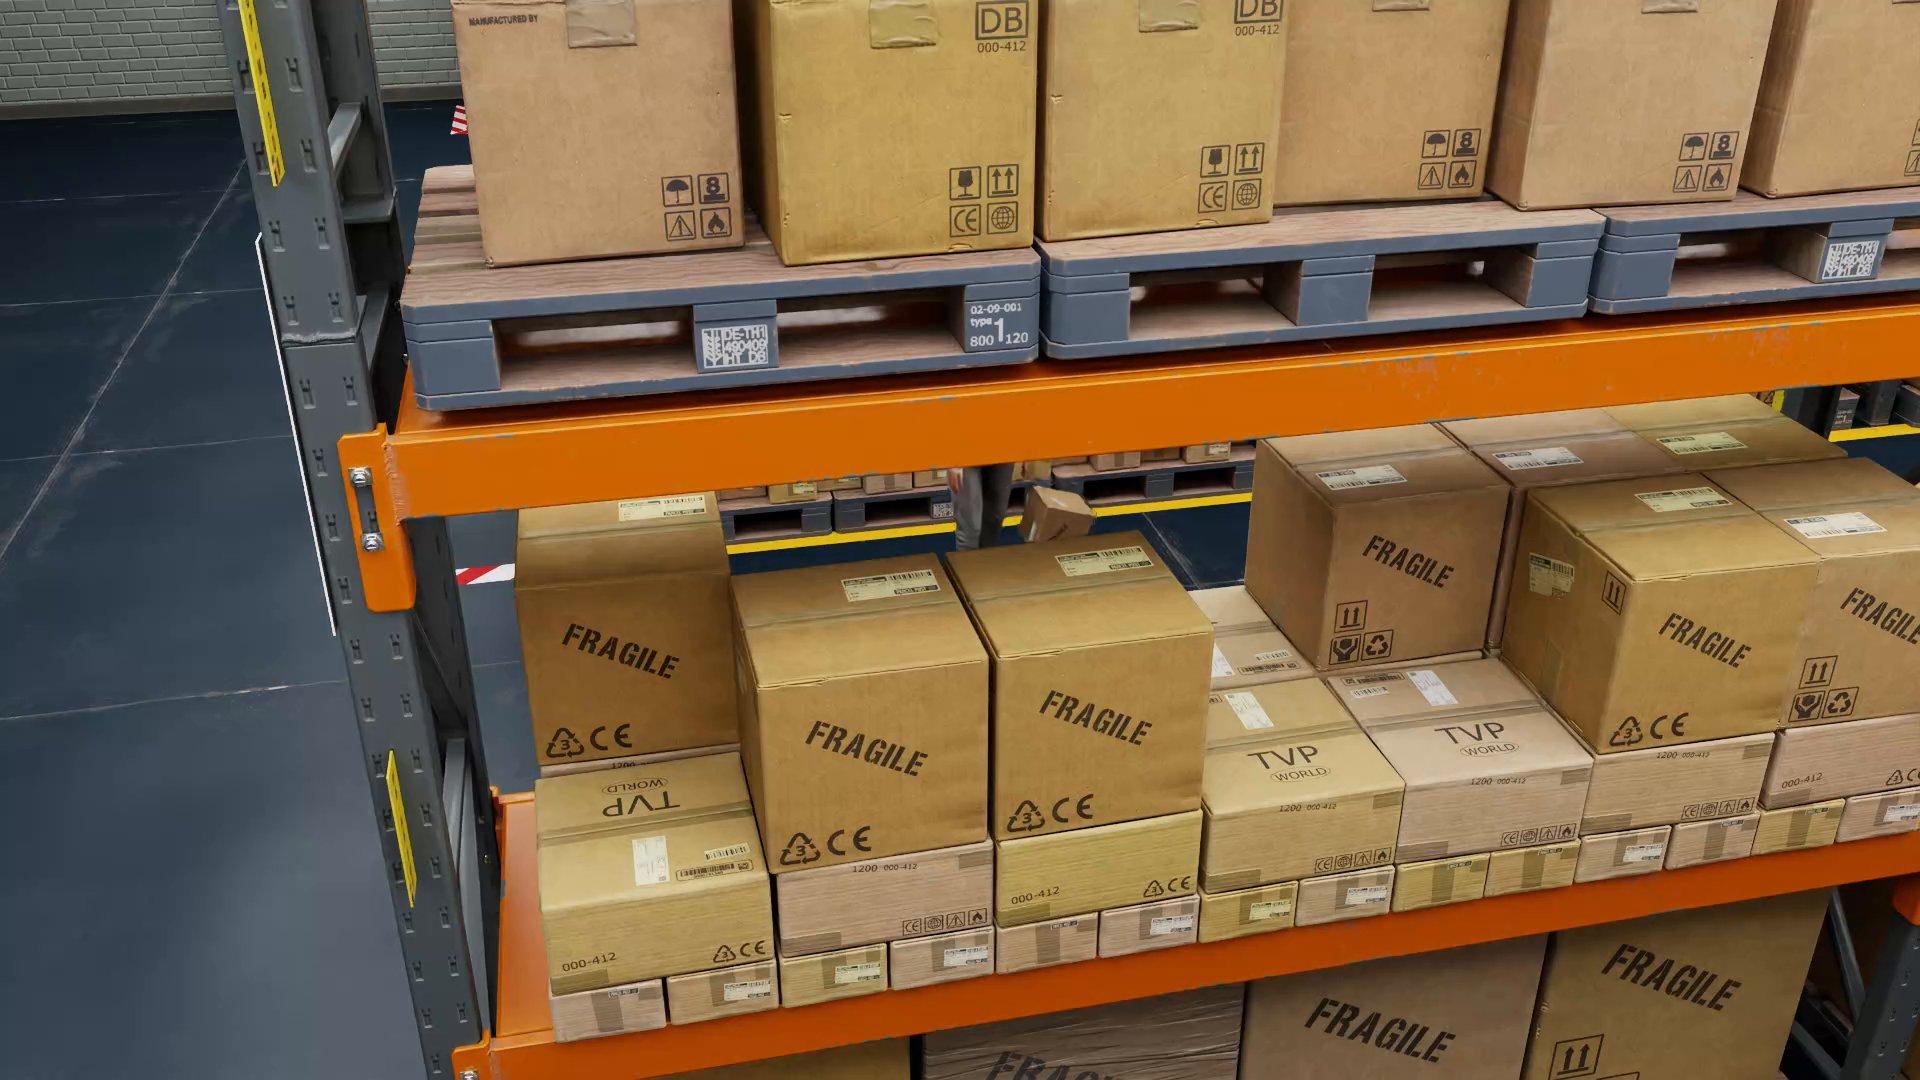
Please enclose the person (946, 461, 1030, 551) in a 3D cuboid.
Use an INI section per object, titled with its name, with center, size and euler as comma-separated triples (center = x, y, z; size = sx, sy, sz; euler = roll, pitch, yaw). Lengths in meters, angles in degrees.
[person]
center = 0.144, -0.369, 7.798
size = 0.487, 1.603, 0.489
euler = -15, 31, -27
